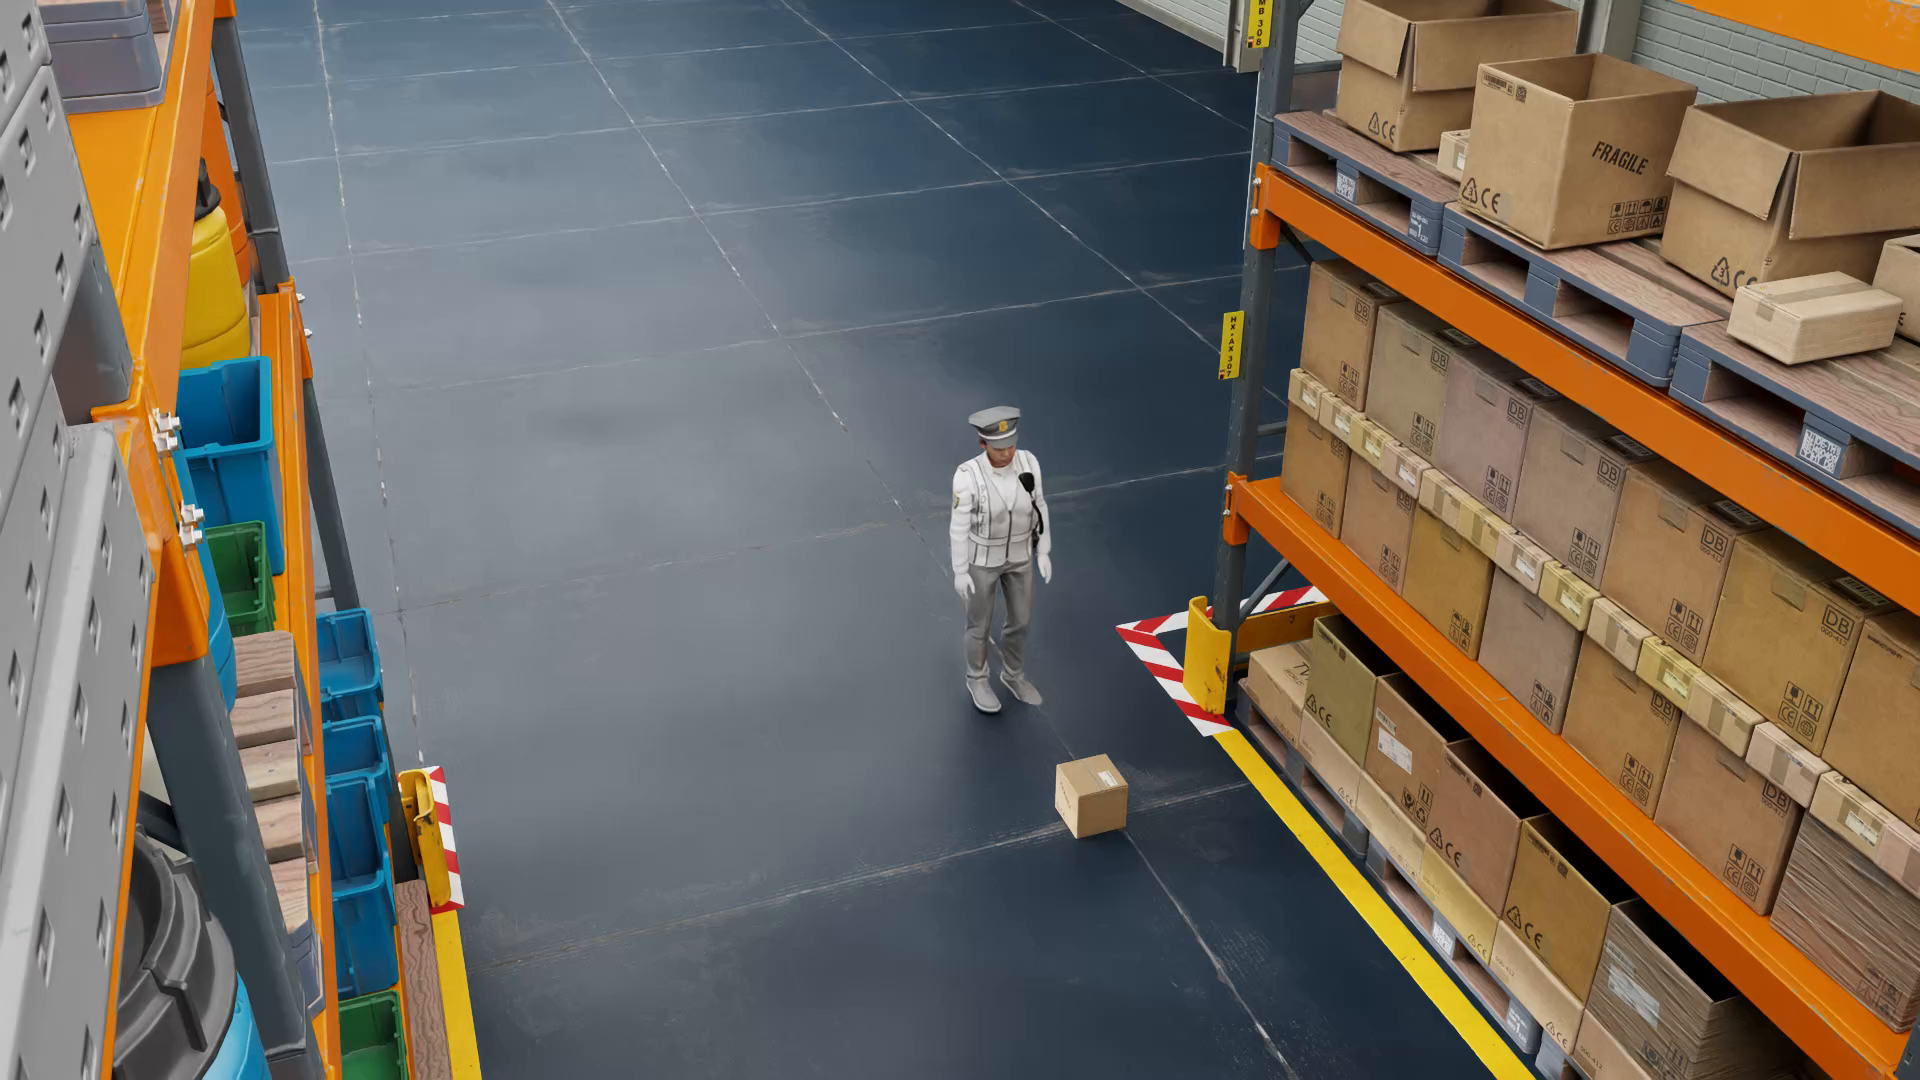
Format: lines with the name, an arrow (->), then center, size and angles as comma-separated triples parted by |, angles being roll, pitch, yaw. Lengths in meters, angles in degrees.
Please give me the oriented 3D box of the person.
person -> 0.197, 0.125, 8.131 | 0.512, 1.731, 0.354 | -10, 32, -17
